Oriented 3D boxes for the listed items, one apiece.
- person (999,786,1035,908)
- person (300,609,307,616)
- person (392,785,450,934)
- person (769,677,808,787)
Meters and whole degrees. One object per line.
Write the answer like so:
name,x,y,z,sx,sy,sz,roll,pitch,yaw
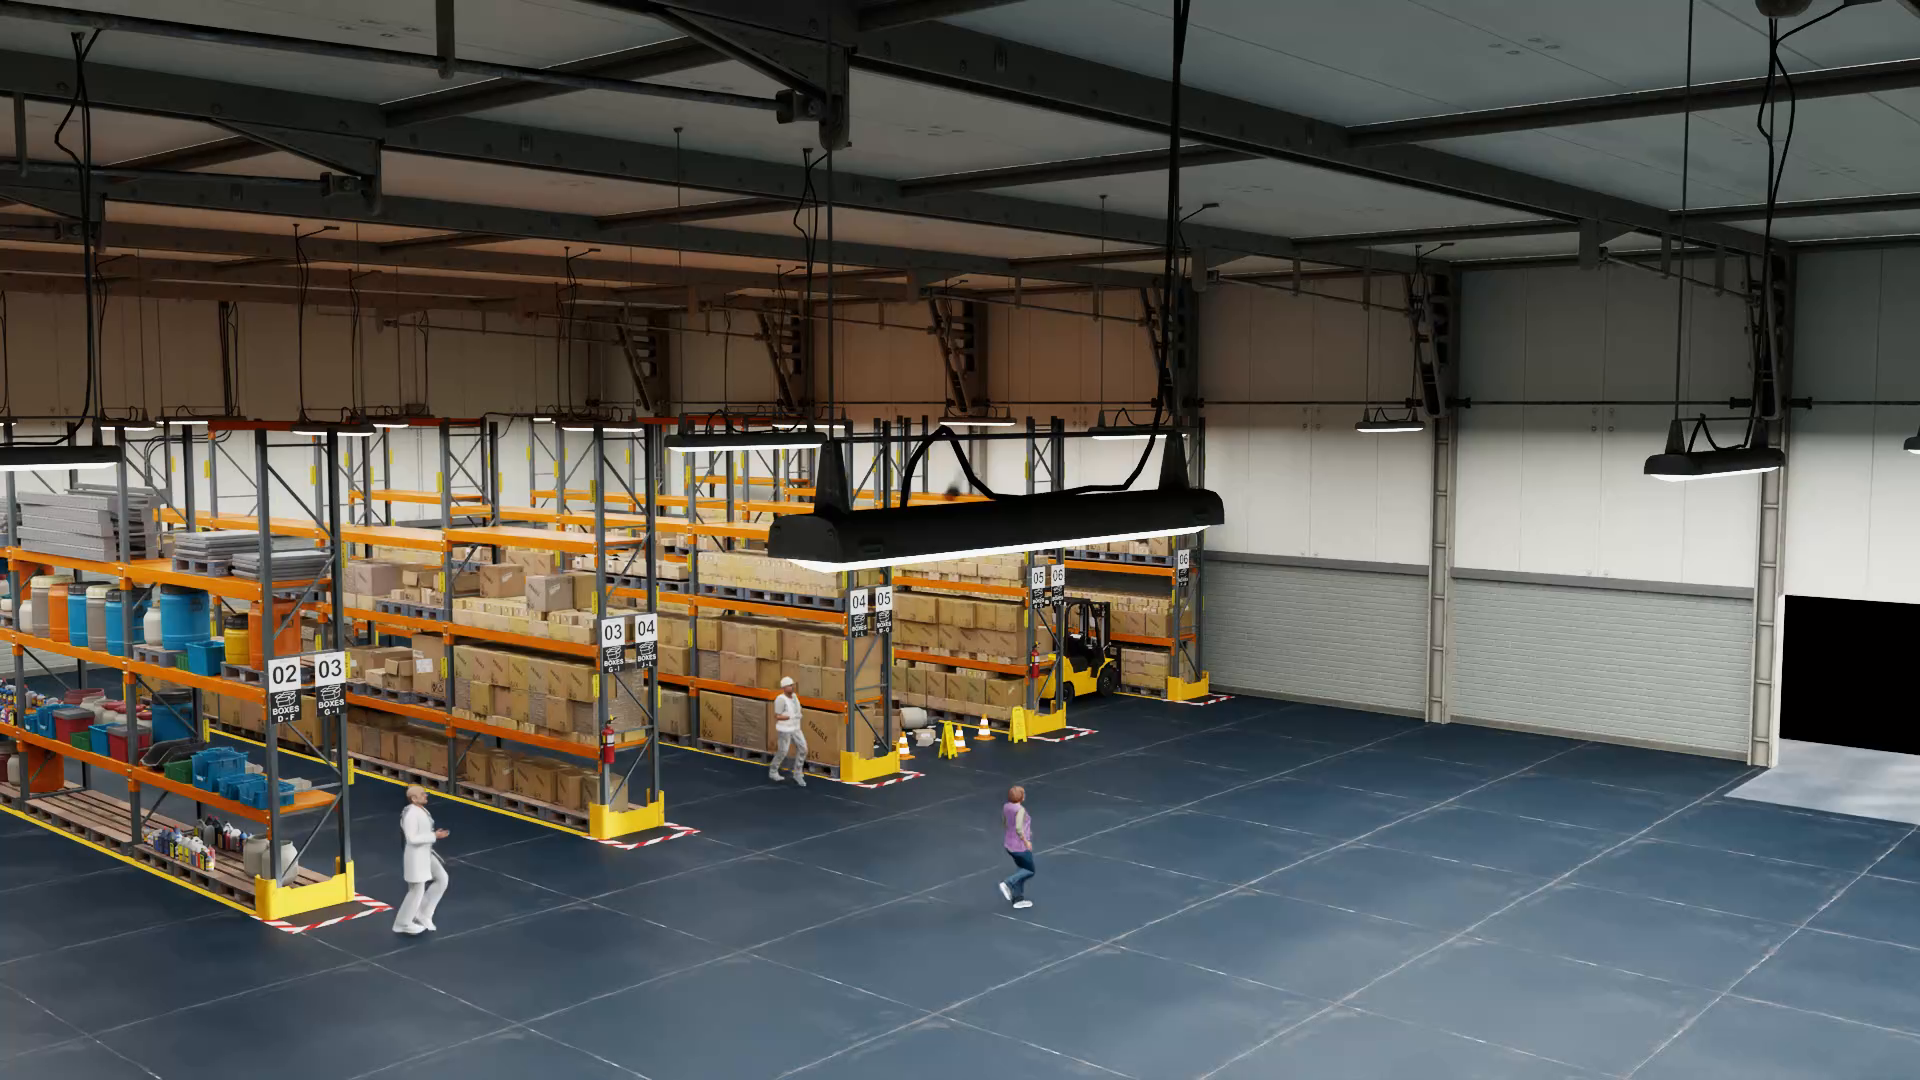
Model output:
person,0.699,3.833,20.737,0.556,1.552,0.549,-3,6,-31
person,-15.100,2.379,37.870,0.820,1.621,0.685,-1,5,-13
person,-6.389,3.816,19.791,0.687,1.815,0.714,0,5,-5
person,-2.833,3.170,27.421,0.782,1.844,0.656,3,6,34
